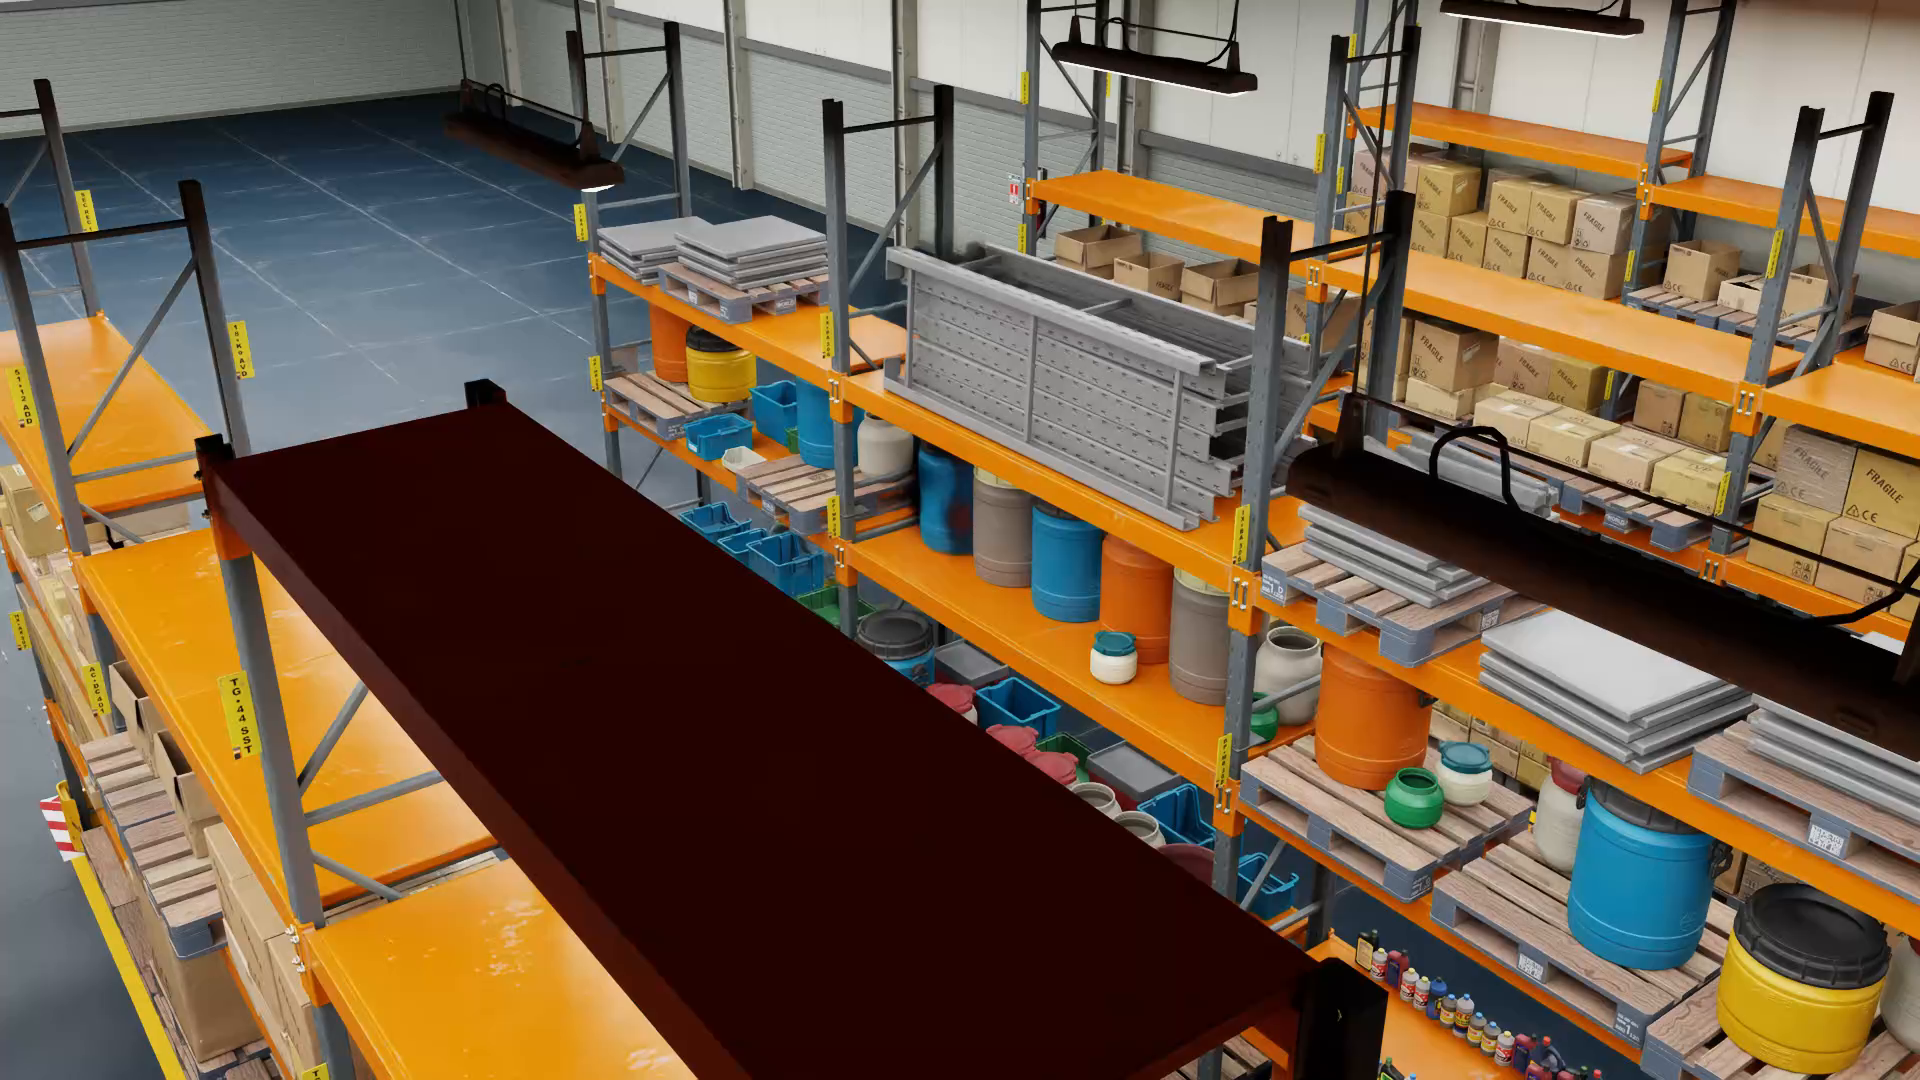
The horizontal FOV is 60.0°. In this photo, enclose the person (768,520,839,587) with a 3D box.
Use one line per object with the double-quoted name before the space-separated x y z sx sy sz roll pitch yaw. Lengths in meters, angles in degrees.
"person" -1.768 -0.206 17.329 0.971 1.759 0.717 2 25 5
